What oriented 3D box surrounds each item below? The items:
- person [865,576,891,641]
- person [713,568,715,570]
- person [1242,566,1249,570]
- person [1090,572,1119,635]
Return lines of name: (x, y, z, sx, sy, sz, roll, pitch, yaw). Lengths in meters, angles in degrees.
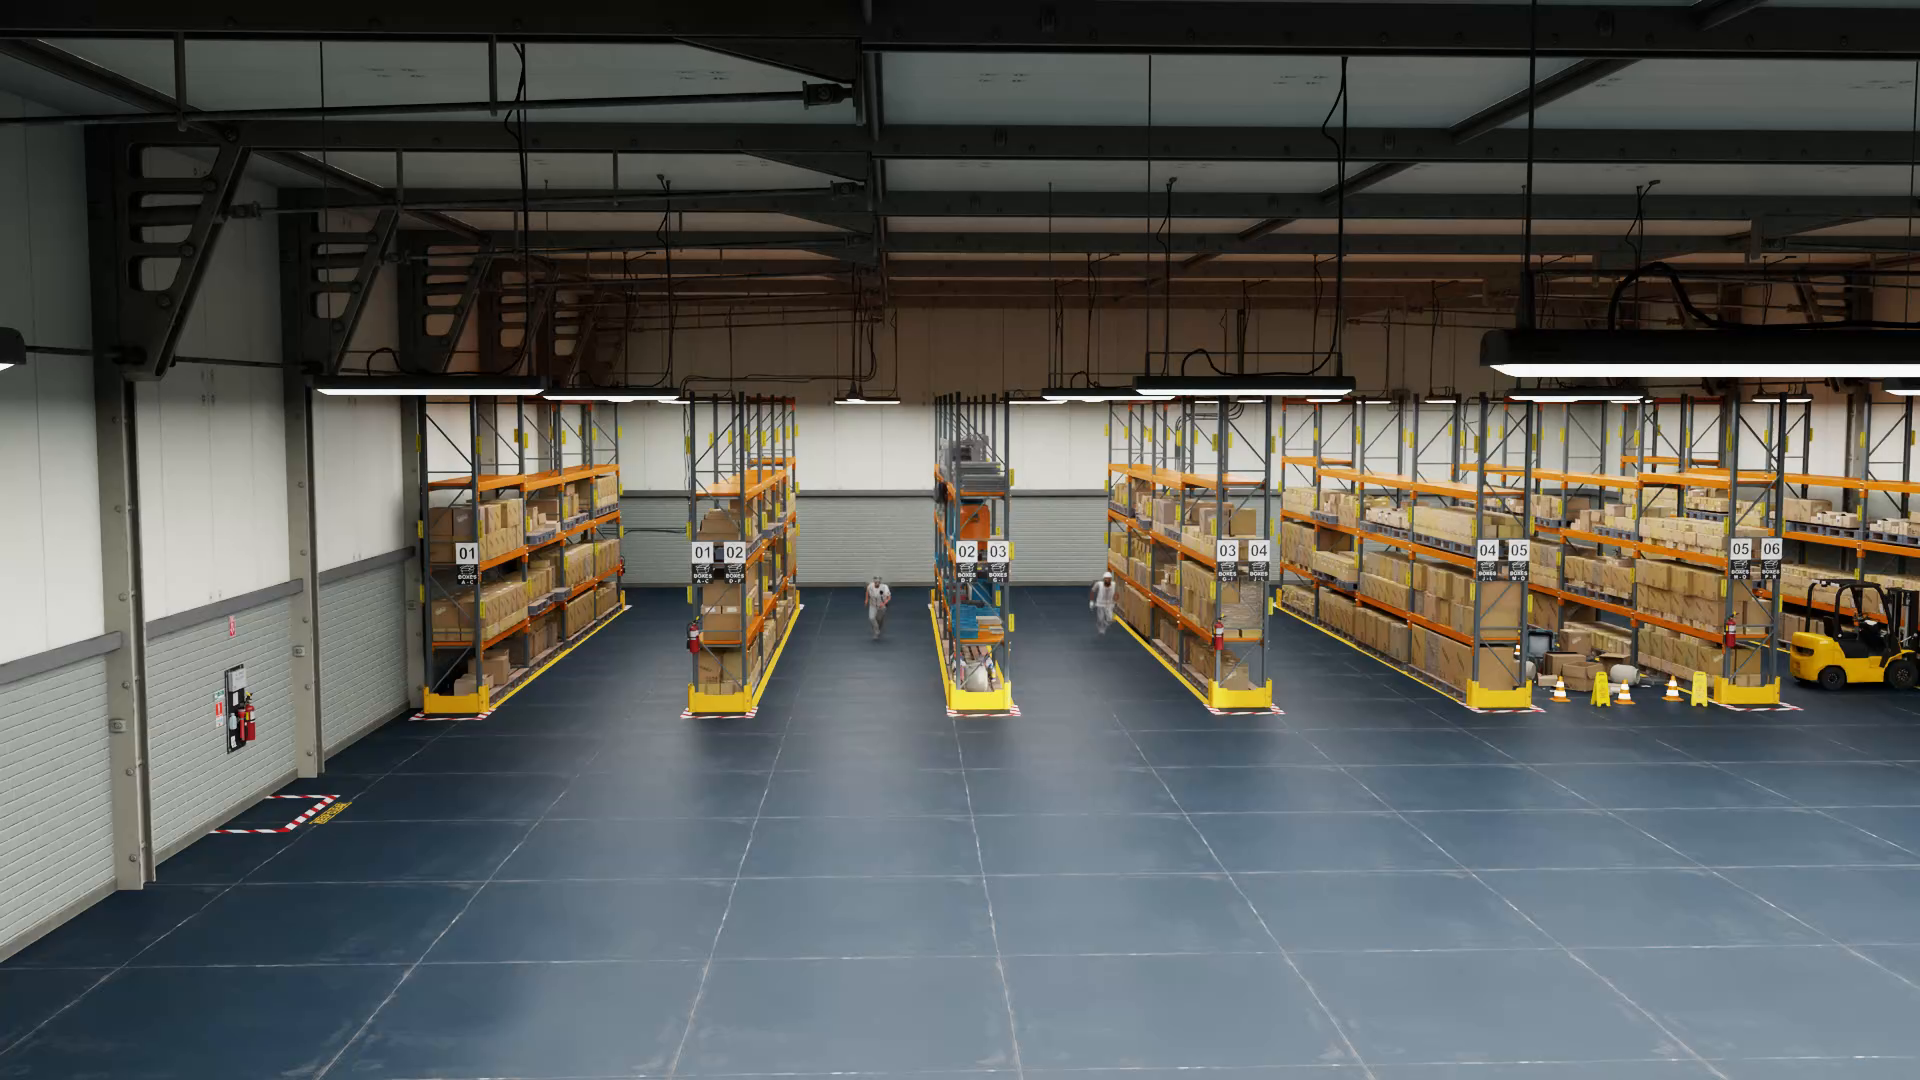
person: (-2.006, 1.636, 41.050, 0.682, 1.595, 1.069, 0, 5, 6)
person: (-6.683, 1.255, 45.974, 0.606, 1.576, 0.783, -1, 5, -11)
person: (7.924, 1.127, 46.613, 0.677, 1.766, 0.748, 0, 5, 4)
person: (3.478, 1.534, 39.970, 0.673, 1.574, 0.722, -1, 5, -15)
